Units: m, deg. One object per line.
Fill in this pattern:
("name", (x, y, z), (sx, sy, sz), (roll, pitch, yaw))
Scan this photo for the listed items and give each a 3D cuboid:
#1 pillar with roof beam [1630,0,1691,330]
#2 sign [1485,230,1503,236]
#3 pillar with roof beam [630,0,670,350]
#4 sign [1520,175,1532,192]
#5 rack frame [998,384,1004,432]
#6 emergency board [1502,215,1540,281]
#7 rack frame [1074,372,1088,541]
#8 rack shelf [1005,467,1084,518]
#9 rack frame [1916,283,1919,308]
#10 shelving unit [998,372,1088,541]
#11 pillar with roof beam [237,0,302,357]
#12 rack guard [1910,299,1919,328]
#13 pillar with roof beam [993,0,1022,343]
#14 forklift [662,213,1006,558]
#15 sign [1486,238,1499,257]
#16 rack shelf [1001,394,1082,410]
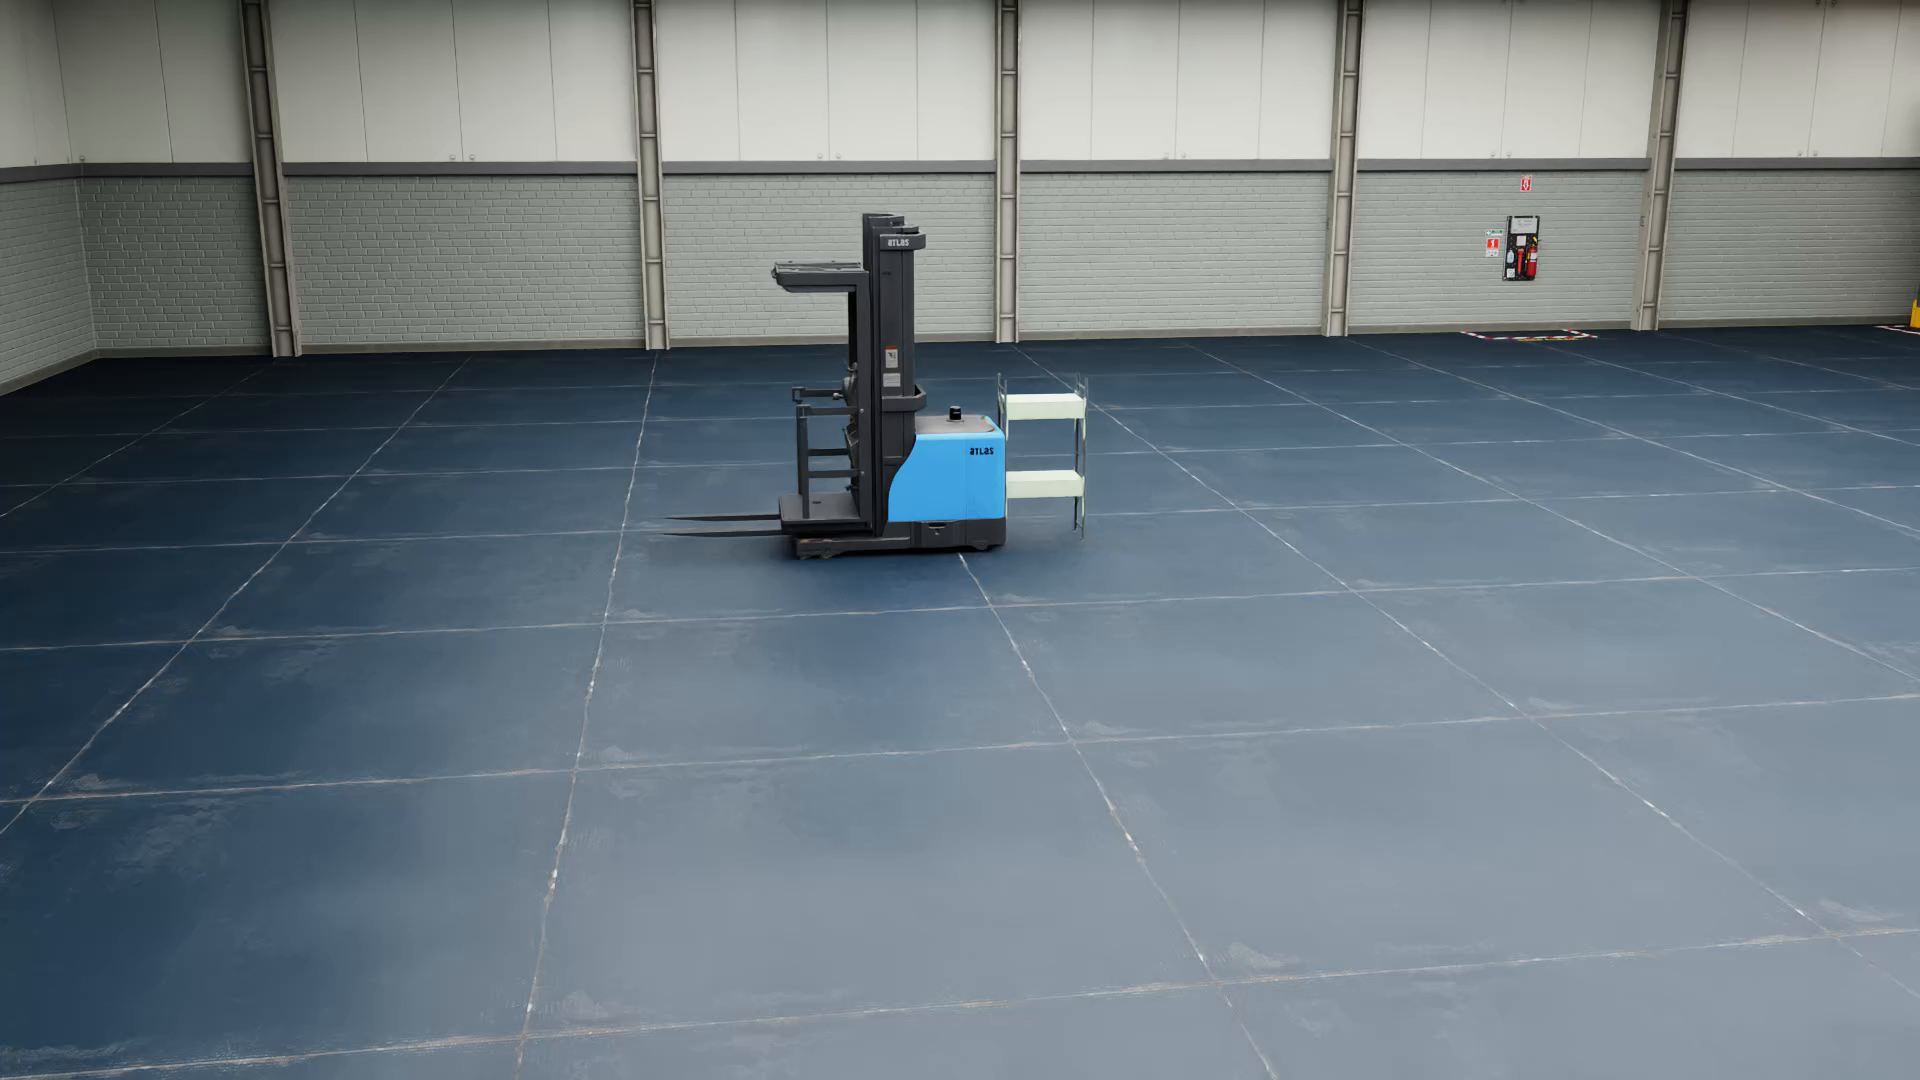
("pillar with roof beam", (13.312, -7.236, 25.604), (0.400, 9.000, 9.100), (-2, 14, -8))
("sign", (9.665, -5.558, 30.085), (0.331, 0.109, 0.001), (-2, 14, -8))
("pillar with roof beam", (-4.487, -6.584, 23.003), (0.400, 9.000, 9.100), (-2, 14, -8))
("sign", (10.199, -6.429, 29.955), (0.199, 0.298, 0.001), (-2, 14, -8))
("rack frame", (0.378, -0.740, 15.116), (0.010, 1.308, 0.380), (-2, 14, -7))
("emergency board", (10.210, -5.285, 30.159), (0.626, 1.169, 0.157), (-2, 14, -8))
("rack frame", (1.104, -0.764, 15.212), (0.023, 1.500, 0.400), (-2, 14, -7))
("rack shelf", (0.741, -0.436, 15.244), (0.720, 0.370, 0.431), (-2, 14, -7))
("rack frame", (18.040, -5.346, 30.399), (0.127, 3.000, 1.000), (-2, 14, -8))
("shelving unit", (0.744, -0.752, 15.165), (0.748, 1.500, 0.431), (-2, 14, -7))
("pillar with roof beam", (-10.420, -6.366, 22.136), (0.400, 9.000, 9.100), (-2, 14, -8))
("rack guard", (18.116, -4.136, 30.714), (0.348, 0.500, 1.175), (-2, 14, -8))
("pillar with roof beam", (1.446, -6.801, 23.870), (0.400, 9.000, 9.100), (-2, 14, -8))
("forklift", (-1.149, -1.391, 14.770), (3.031, 2.935, 1.130), (-2, 14, -7))
("sign", (9.659, -5.303, 30.157), (0.234, 0.329, 0.001), (-2, 14, -8))
("rack shelf", (0.741, -1.225, 15.046), (0.686, 0.124, 0.368), (-2, 14, -7))
